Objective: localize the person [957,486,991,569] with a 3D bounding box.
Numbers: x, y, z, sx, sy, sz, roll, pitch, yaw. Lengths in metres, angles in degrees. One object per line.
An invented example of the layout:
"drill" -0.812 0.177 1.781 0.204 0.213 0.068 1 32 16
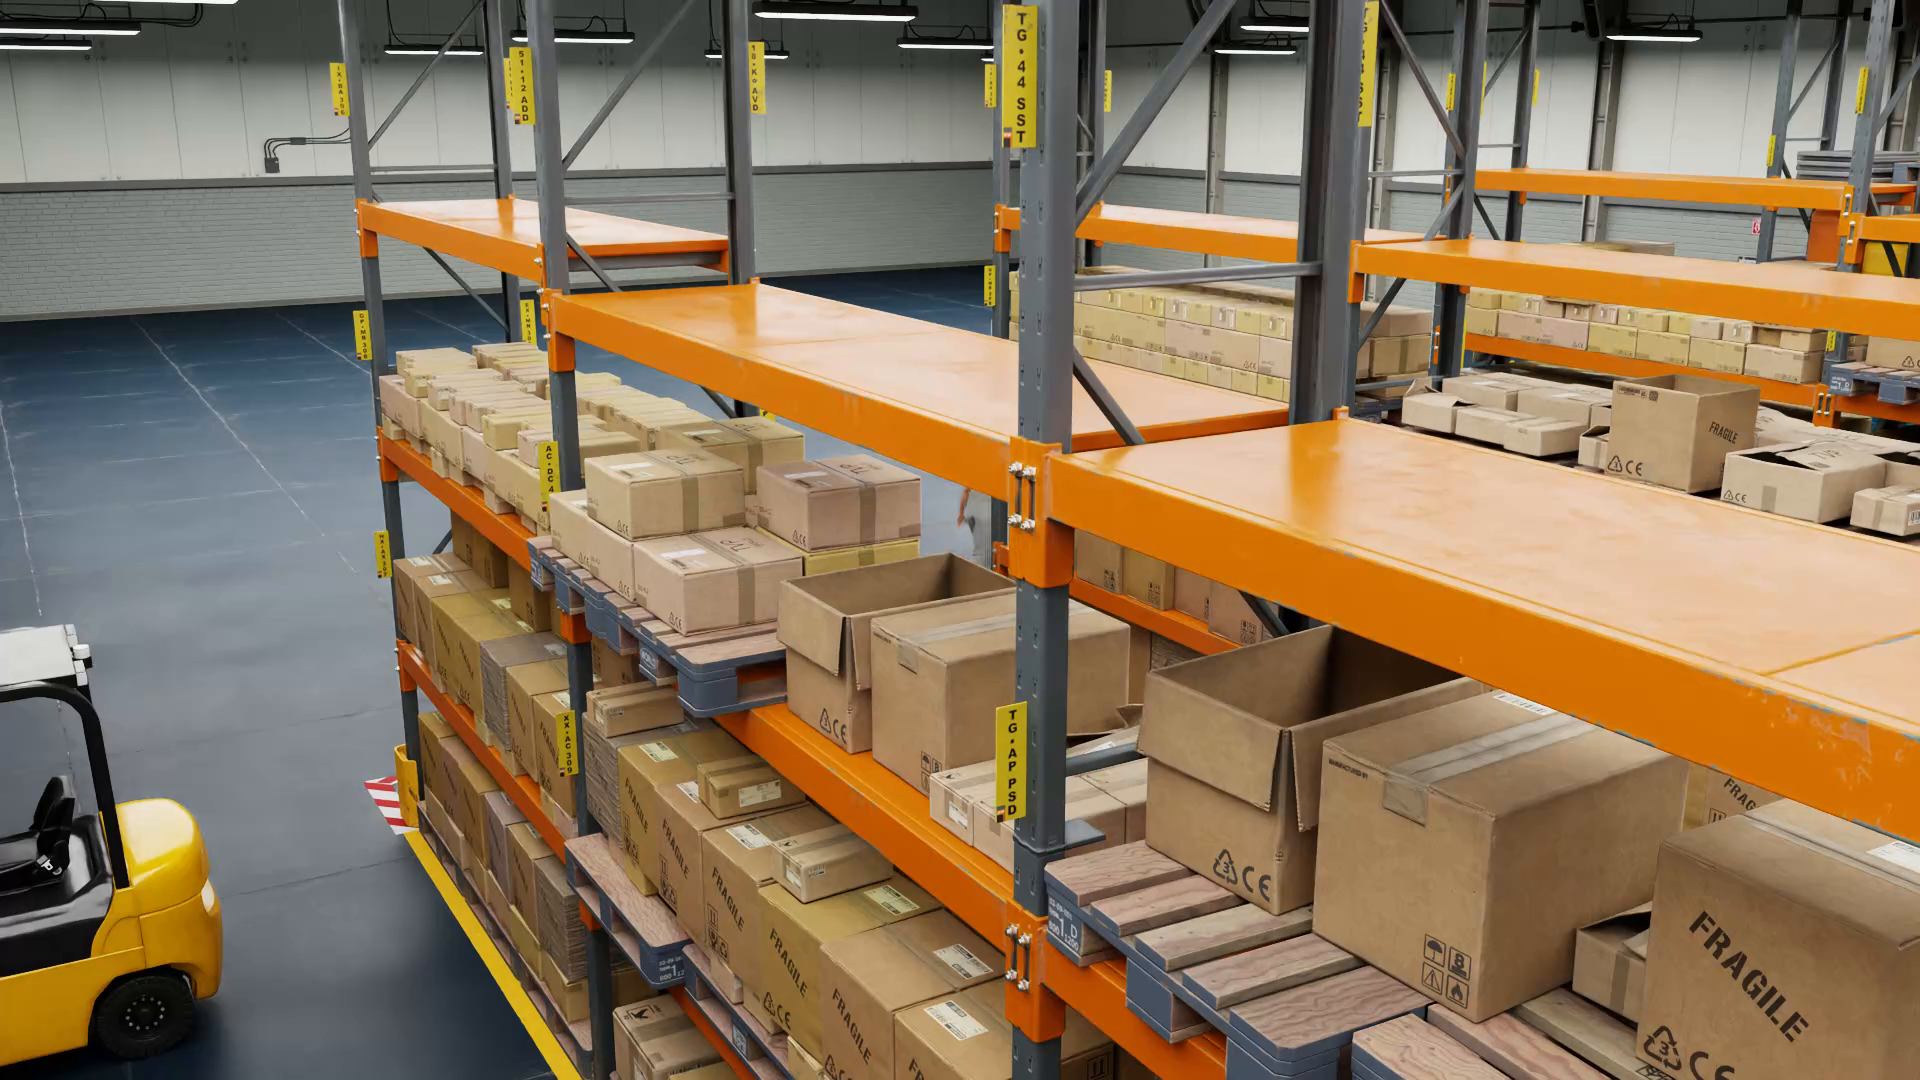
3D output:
"person" 0.257 -0.204 16.827 0.496 1.710 0.609 14 20 41
